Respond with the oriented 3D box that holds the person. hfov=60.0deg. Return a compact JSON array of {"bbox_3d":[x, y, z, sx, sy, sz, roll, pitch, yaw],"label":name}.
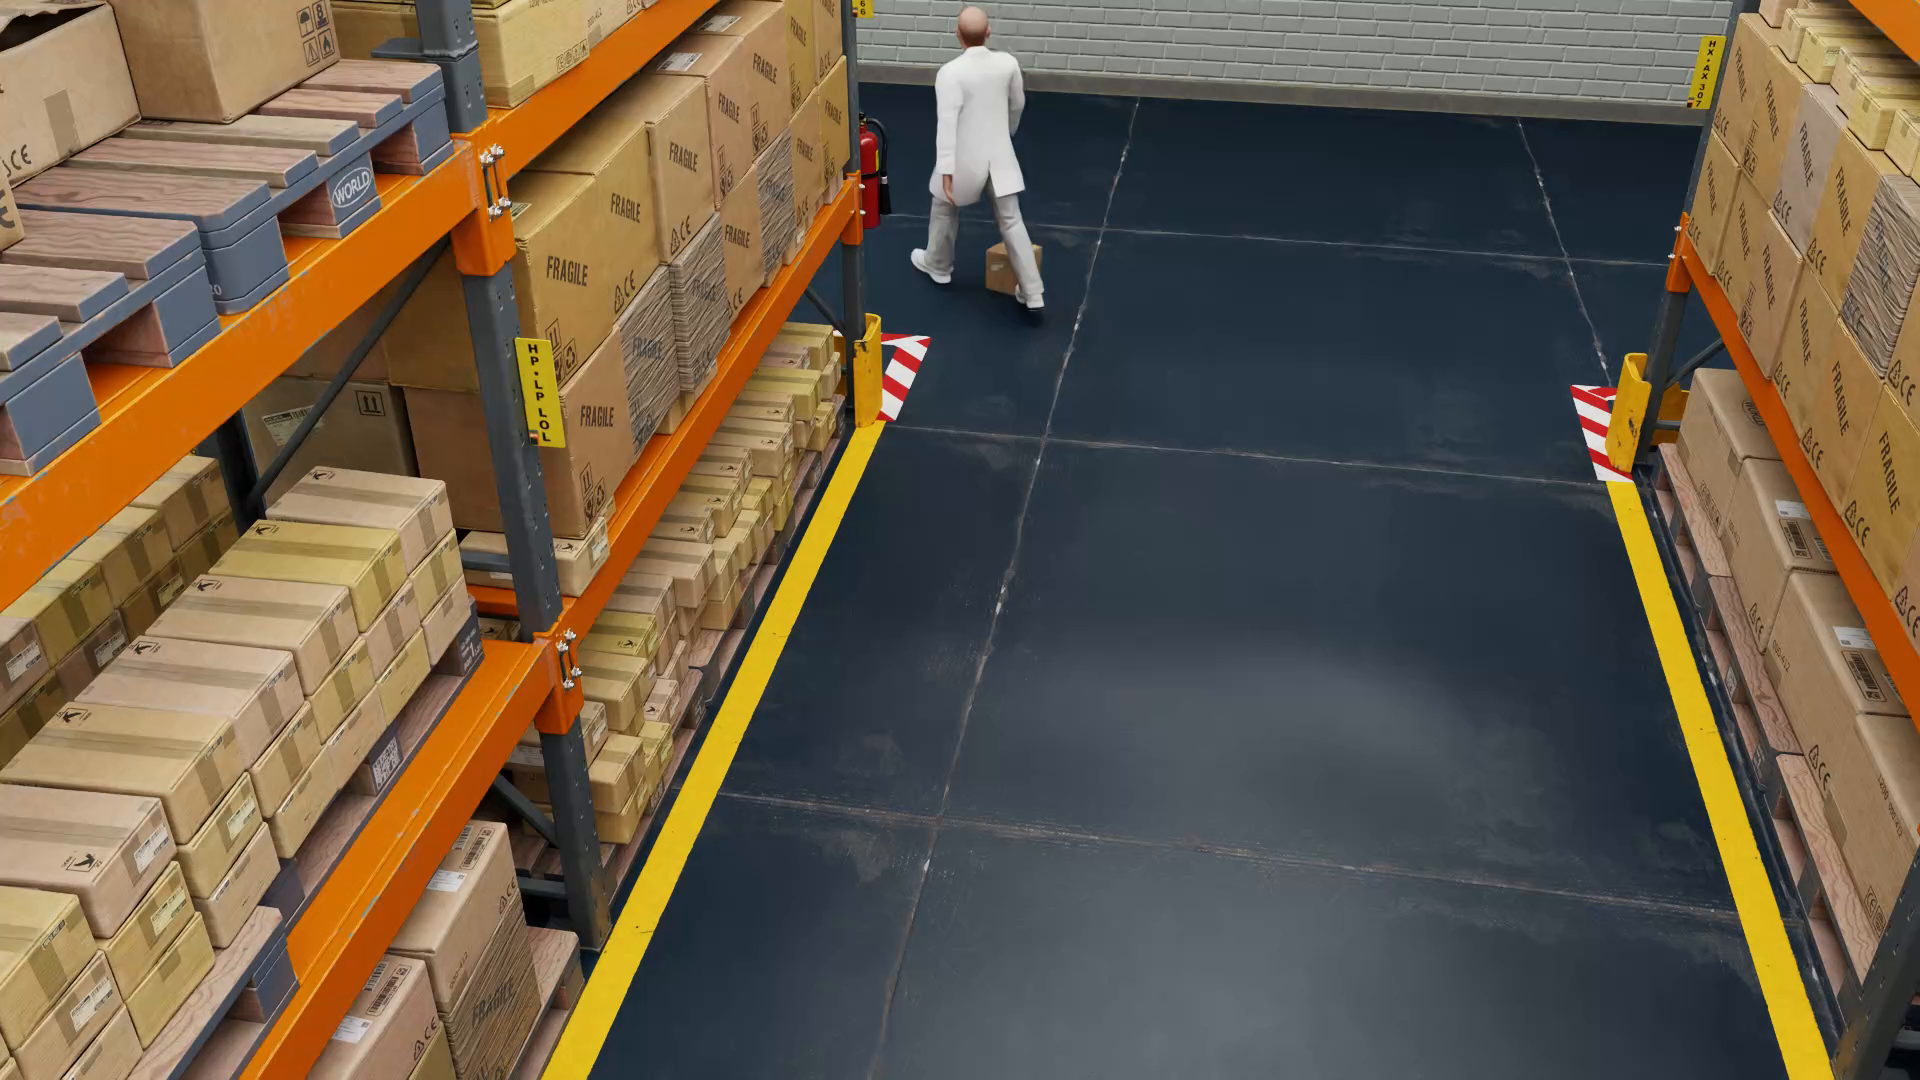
[{"bbox_3d":[0.101,-2.257,9.764,0.696,1.729,1.133,-15,35,-23],"label":"person"}]
